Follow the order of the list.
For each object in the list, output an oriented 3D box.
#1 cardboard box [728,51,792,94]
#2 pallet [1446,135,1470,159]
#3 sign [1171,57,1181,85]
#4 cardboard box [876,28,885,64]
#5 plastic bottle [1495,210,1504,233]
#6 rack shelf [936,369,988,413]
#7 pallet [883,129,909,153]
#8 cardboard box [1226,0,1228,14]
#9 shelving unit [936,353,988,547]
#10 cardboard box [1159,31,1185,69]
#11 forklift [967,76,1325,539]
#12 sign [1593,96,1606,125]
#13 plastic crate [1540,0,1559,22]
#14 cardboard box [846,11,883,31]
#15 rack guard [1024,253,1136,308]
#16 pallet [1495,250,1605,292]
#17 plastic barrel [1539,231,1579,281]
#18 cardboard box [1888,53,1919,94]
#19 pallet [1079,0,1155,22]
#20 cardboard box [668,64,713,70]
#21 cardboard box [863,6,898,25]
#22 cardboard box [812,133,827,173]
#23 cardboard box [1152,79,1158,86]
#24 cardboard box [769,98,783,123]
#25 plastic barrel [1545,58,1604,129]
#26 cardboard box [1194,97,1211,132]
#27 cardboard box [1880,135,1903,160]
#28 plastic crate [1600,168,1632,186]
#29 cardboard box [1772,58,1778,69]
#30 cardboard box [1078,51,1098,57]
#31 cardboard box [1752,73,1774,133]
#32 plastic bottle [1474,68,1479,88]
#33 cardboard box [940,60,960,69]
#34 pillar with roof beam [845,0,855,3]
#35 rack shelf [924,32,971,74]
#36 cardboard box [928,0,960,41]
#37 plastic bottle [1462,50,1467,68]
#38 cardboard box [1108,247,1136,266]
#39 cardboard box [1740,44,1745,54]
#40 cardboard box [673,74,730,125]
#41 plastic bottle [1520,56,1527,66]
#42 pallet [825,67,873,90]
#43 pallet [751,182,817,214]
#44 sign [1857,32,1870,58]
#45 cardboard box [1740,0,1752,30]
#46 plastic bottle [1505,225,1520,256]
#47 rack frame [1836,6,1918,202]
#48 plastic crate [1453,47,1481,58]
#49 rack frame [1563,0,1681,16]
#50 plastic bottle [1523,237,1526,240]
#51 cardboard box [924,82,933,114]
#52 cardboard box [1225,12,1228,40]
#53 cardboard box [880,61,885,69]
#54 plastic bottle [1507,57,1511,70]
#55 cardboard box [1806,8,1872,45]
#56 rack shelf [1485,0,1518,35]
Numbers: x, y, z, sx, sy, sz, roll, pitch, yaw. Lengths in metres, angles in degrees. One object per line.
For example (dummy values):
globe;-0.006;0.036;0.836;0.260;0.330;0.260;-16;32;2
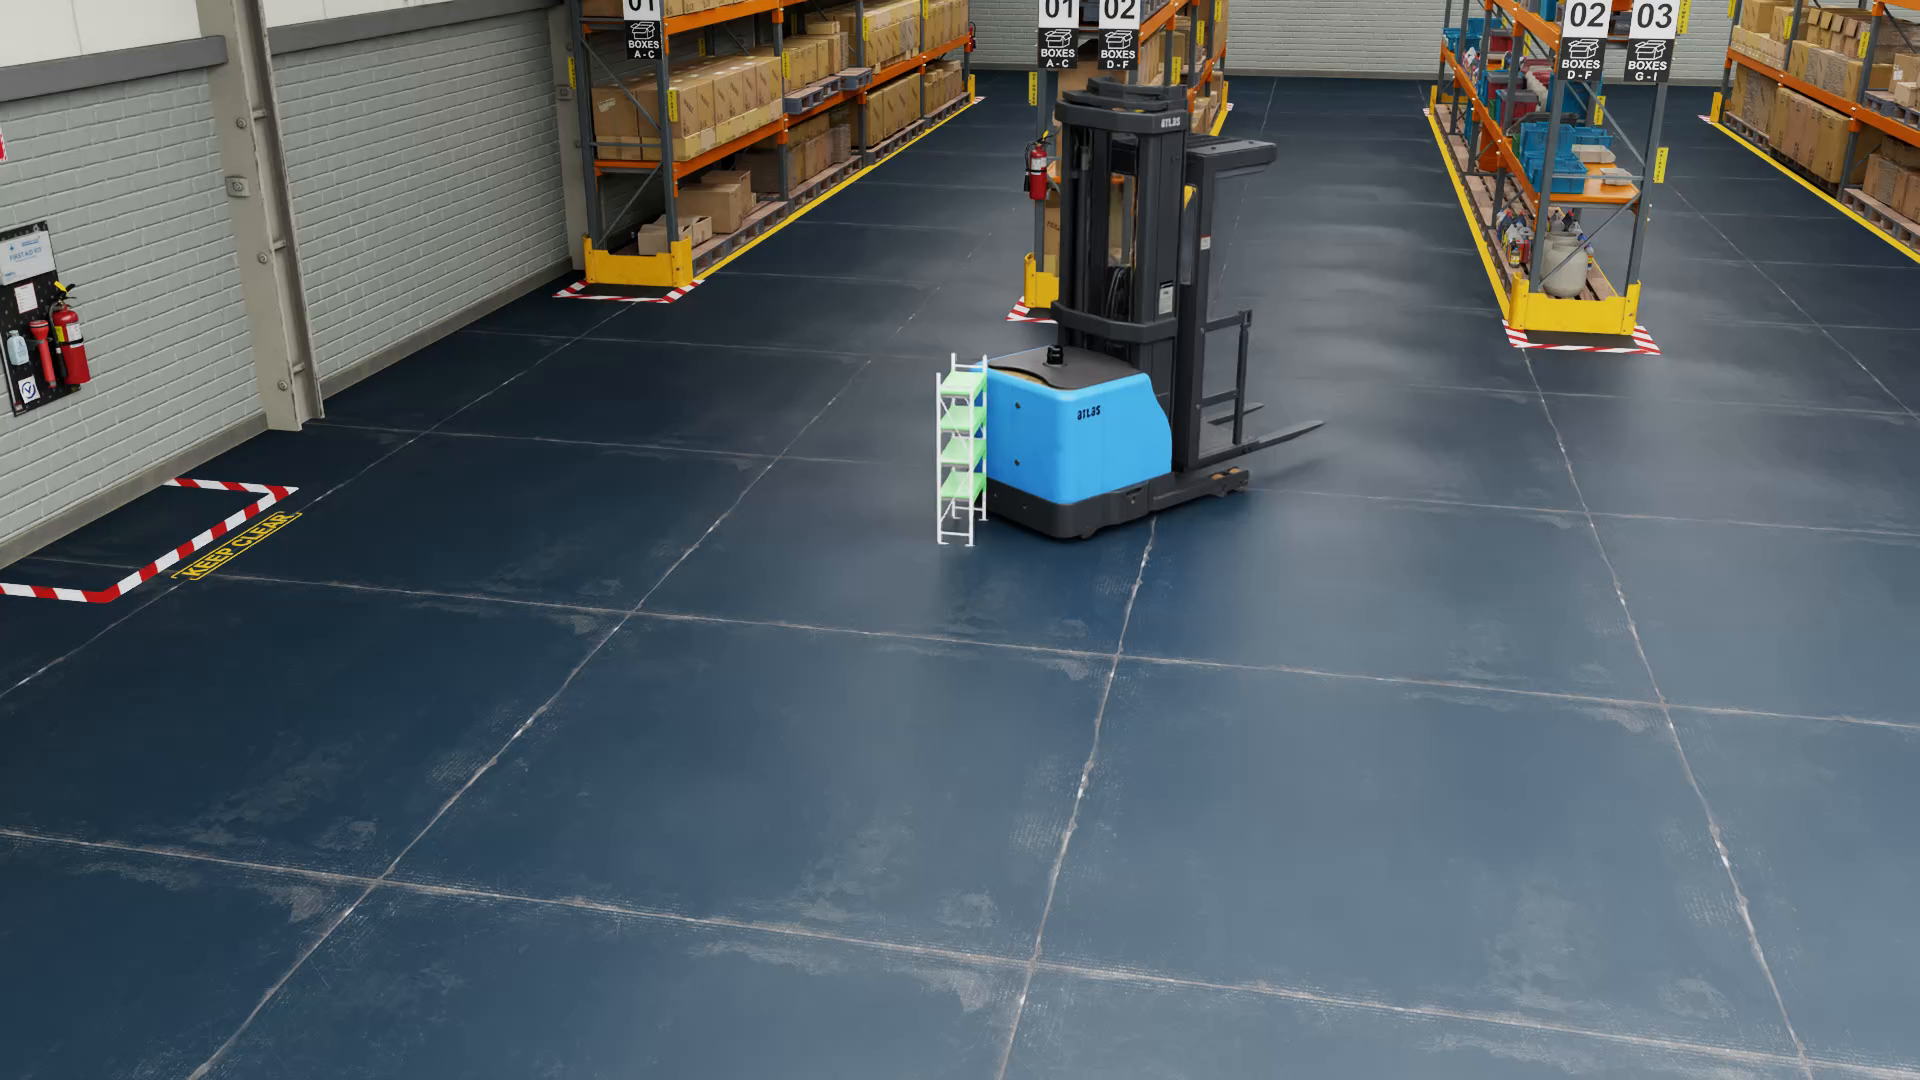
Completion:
cardboard box;-2.623;-6.133;21.844;0.700;0.500;0.500;5;22;11
pallet;8.373;-6.297;26.707;1.003;0.211;1.213;4;22;11
sign;2.634;-5.719;20.275;0.100;0.325;0.005;4;22;11
cardboard box;-1.478;-7.705;25.910;0.500;0.500;0.500;5;23;13
plastic bottle;6.445;-3.799;19.835;0.097;0.271;0.097;0;22;0
rack shelf;0.015;-0.996;11.106;0.258;0.148;0.480;4;22;10
pallet;-1.458;-6.596;27.448;1.003;0.211;1.213;4;22;11
cardboard box;4.615;-9.853;30.331;0.500;0.500;0.500;5;22;12
shelving unit;0.015;-0.610;11.262;0.258;1.200;0.503;4;22;10
cardboard box;2.925;-7.266;24.683;0.700;0.500;0.500;-3;22;-7
forklift;1.499;-1.804;11.910;3.031;2.935;1.130;-18;28;-37
sign;7.475;-5.026;19.448;0.100;0.325;0.005;4;22;11
plastic crate;6.217;-5.585;17.213;0.392;0.384;0.575;4;22;11
cardboard box;-1.490;-8.046;25.755;0.500;0.250;0.500;4;22;10
rack guard;1.269;-2.692;17.368;1.175;0.500;0.348;4;22;11
pallet;6.514;-2.960;18.422;1.003;0.211;1.213;4;22;11
plastic barrel;6.284;-2.952;17.435;0.421;0.512;0.421;0;22;0
cardboard box;12.533;-6.070;21.714;0.500;0.500;0.500;2;22;4
pallet;1.444;-5.467;17.016;1.003;0.211;1.213;4;22;11
cardboard box;-3.277;-5.460;20.065;0.500;0.500;0.500;5;22;12
cardboard box;-1.293;-8.417;26.674;0.500;0.250;0.500;4;22;10
cardboard box;-2.332;-5.576;23.940;0.700;0.500;0.500;4;22;11
cardboard box;2.141;-5.368;19.665;0.380;0.149;0.250;4;22;9
cardboard box;-2.560;-5.442;21.026;0.500;0.250;0.500;5;22;11
plastic barrel;7.314;-5.295;19.814;0.600;0.901;0.708;4;22;11
cardboard box;3.903;-7.091;27.702;0.500;0.500;0.500;4;22;11
cardboard box;12.496;-5.174;21.939;0.500;0.250;0.500;5;23;13
plastic crate;6.620;-3.661;16.783;0.298;0.136;0.250;4;22;11
cardboard box;13.214;-7.606;26.561;0.380;0.149;0.250;5;22;12
cardboard box;1.495;-4.890;17.610;0.700;0.500;0.500;4;22;10
cardboard box;13.817;-7.266;27.661;0.875;0.875;0.875;4;22;11
plastic bottle;7.548;-6.724;24.206;0.097;0.271;0.097;0;22;0
cardboard box;-0.204;-9.099;31.848;0.380;0.149;0.250;4;22;10
pillar with roof beam;2.383;-11.401;27.617;9.100;9.000;0.400;4;22;11
rack shelf;-0.719;-9.023;30.704;1.077;0.370;4.000;4;22;11
cardboard box;-0.543;-9.773;31.202;0.980;0.700;0.700;4;22;10
plastic bottle;8.051;-7.665;26.527;0.061;0.283;0.133;4;22;11
cardboard box;1.601;-2.958;17.803;0.500;0.250;0.500;4;22;11
cardboard box;13.686;-8.451;28.657;0.380;0.149;0.250;4;22;10
cardboard box;-2.962;-5.044;19.032;0.500;0.500;0.500;4;22;9
plastic bottle;8.479;-7.083;24.991;0.144;0.351;0.185;4;22;11
pallet;-1.985;-6.804;24.490;1.213;0.211;1.003;4;22;11
pallet;-2.602;-4.690;22.717;1.003;0.211;1.213;4;22;11
sign;12.060;-6.607;22.194;0.100;0.325;0.005;4;22;11
cardboard box;13.772;-9.033;28.567;0.500;0.500;0.500;4;22;10
plastic bottle;6.205;-3.363;18.646;0.144;0.351;0.185;5;23;13
rack frame;12.604;-6.029;22.309;1.000;3.000;0.127;4;22;11
plastic crate;8.537;-8.200;27.986;0.437;0.125;0.590;4;22;11
rack frame;6.123;-6.264;14.861;1.000;3.000;0.127;4;22;11
plastic bottle;6.332;-3.301;18.691;0.097;0.201;0.097;0;22;0
cardboard box;-0.874;-7.926;29.802;0.700;0.500;0.500;5;22;12
cardboard box;4.714;-9.573;30.975;0.500;0.500;0.500;5;23;13
cardboard box;-1.414;-7.630;26.593;0.380;0.149;0.250;5;22;12
plastic bottle;8.504;-7.326;25.700;0.097;0.271;0.097;0;22;0
cardboard box;13.298;-7.770;25.153;0.797;0.503;0.637;4;22;10
rack shelf;7.347;-6.733;21.004;1.077;0.370;4.000;4;22;11
